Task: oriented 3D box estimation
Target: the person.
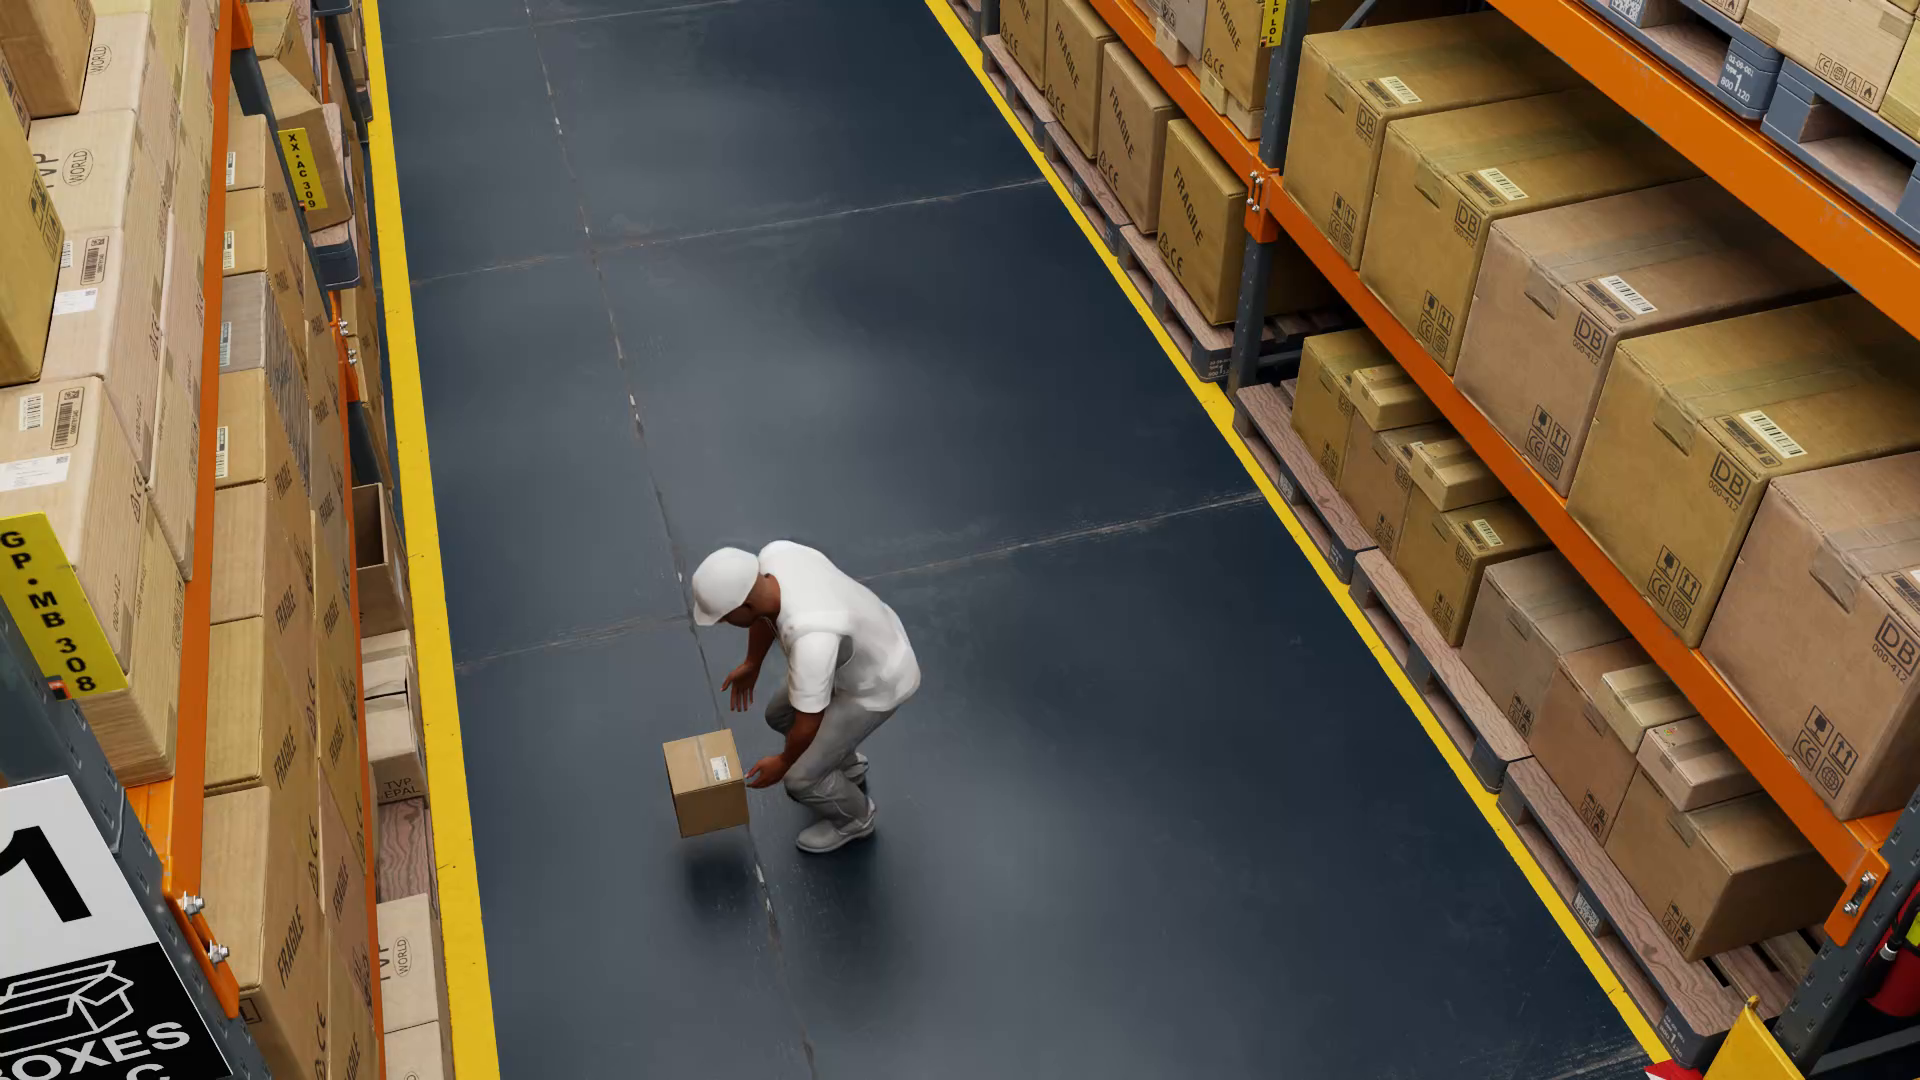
[{"bbox_3d":[-0.509,0.527,5.806,0.746,1.433,0.631,-12,43,-13],"label":"person"}]
